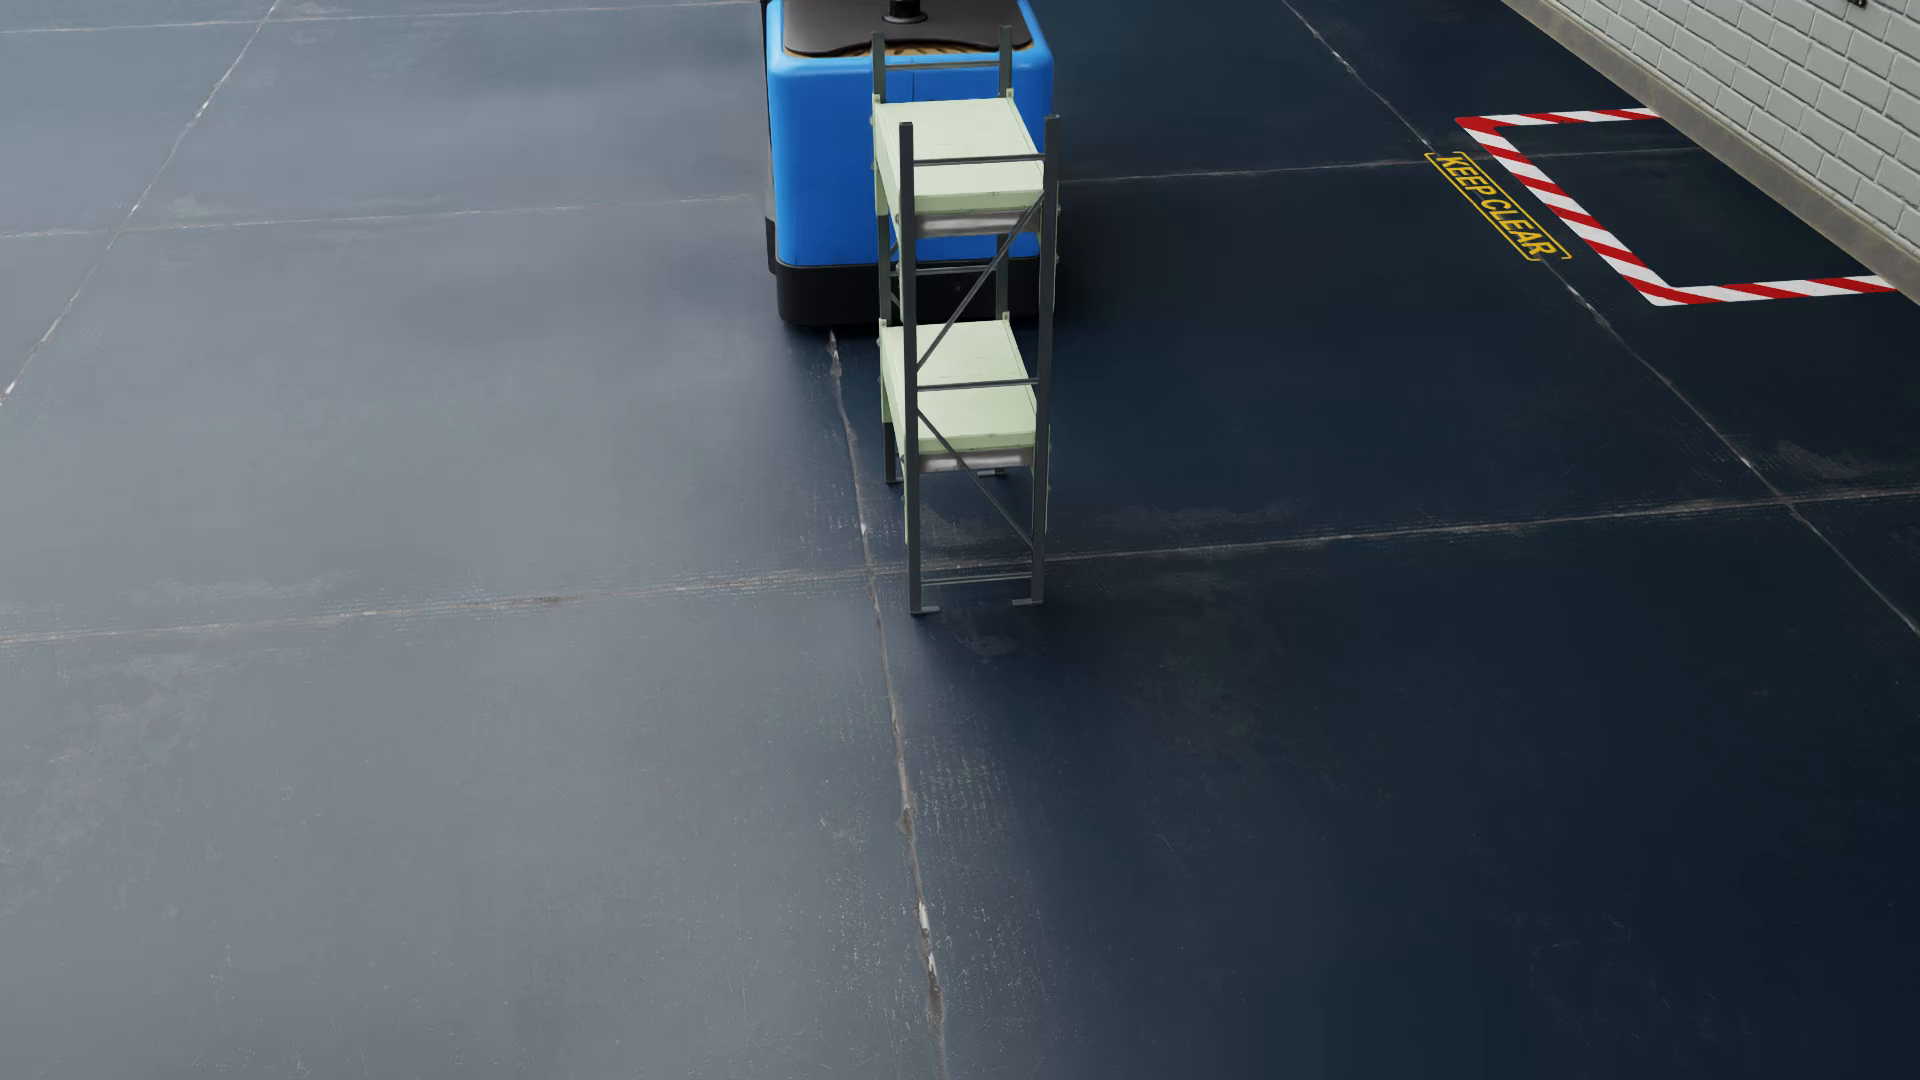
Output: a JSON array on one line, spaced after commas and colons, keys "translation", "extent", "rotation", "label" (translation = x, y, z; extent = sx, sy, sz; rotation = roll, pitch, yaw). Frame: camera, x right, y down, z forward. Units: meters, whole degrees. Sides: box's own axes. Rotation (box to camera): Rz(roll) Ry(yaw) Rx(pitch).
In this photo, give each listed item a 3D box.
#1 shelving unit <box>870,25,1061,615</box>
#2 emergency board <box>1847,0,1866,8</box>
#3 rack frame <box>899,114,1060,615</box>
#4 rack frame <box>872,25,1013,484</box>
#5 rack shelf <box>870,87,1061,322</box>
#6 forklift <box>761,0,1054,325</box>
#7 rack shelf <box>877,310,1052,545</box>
[{"translation": [-0.001, -0.623, 4.833], "extent": [0.431, 1.500, 0.755], "rotation": [-4, 35, -6], "label": "shelving unit"}, {"translation": [3.594, -2.841, 6.755], "extent": [0.157, 1.169, 0.626], "rotation": [-4, 35, -6], "label": "emergency board"}, {"translation": [0.048, -0.419, 4.533], "extent": [0.400, 1.500, 0.023], "rotation": [-4, 35, -6], "label": "rack frame"}, {"translation": [-0.050, -0.828, 5.133], "extent": [0.400, 1.500, 0.023], "rotation": [-4, 35, -6], "label": "rack frame"}, {"translation": [-0.001, -0.946, 4.613], "extent": [0.431, 0.370, 0.720], "rotation": [-4, 35, -6], "label": "rack shelf"}, {"translation": [-0.309, -2.838, 6.812], "extent": [1.130, 2.935, 3.031], "rotation": [-3, 34, -5], "label": "forklift"}, {"translation": [-0.001, -0.354, 5.017], "extent": [0.431, 0.370, 0.720], "rotation": [-4, 35, -6], "label": "rack shelf"}]
